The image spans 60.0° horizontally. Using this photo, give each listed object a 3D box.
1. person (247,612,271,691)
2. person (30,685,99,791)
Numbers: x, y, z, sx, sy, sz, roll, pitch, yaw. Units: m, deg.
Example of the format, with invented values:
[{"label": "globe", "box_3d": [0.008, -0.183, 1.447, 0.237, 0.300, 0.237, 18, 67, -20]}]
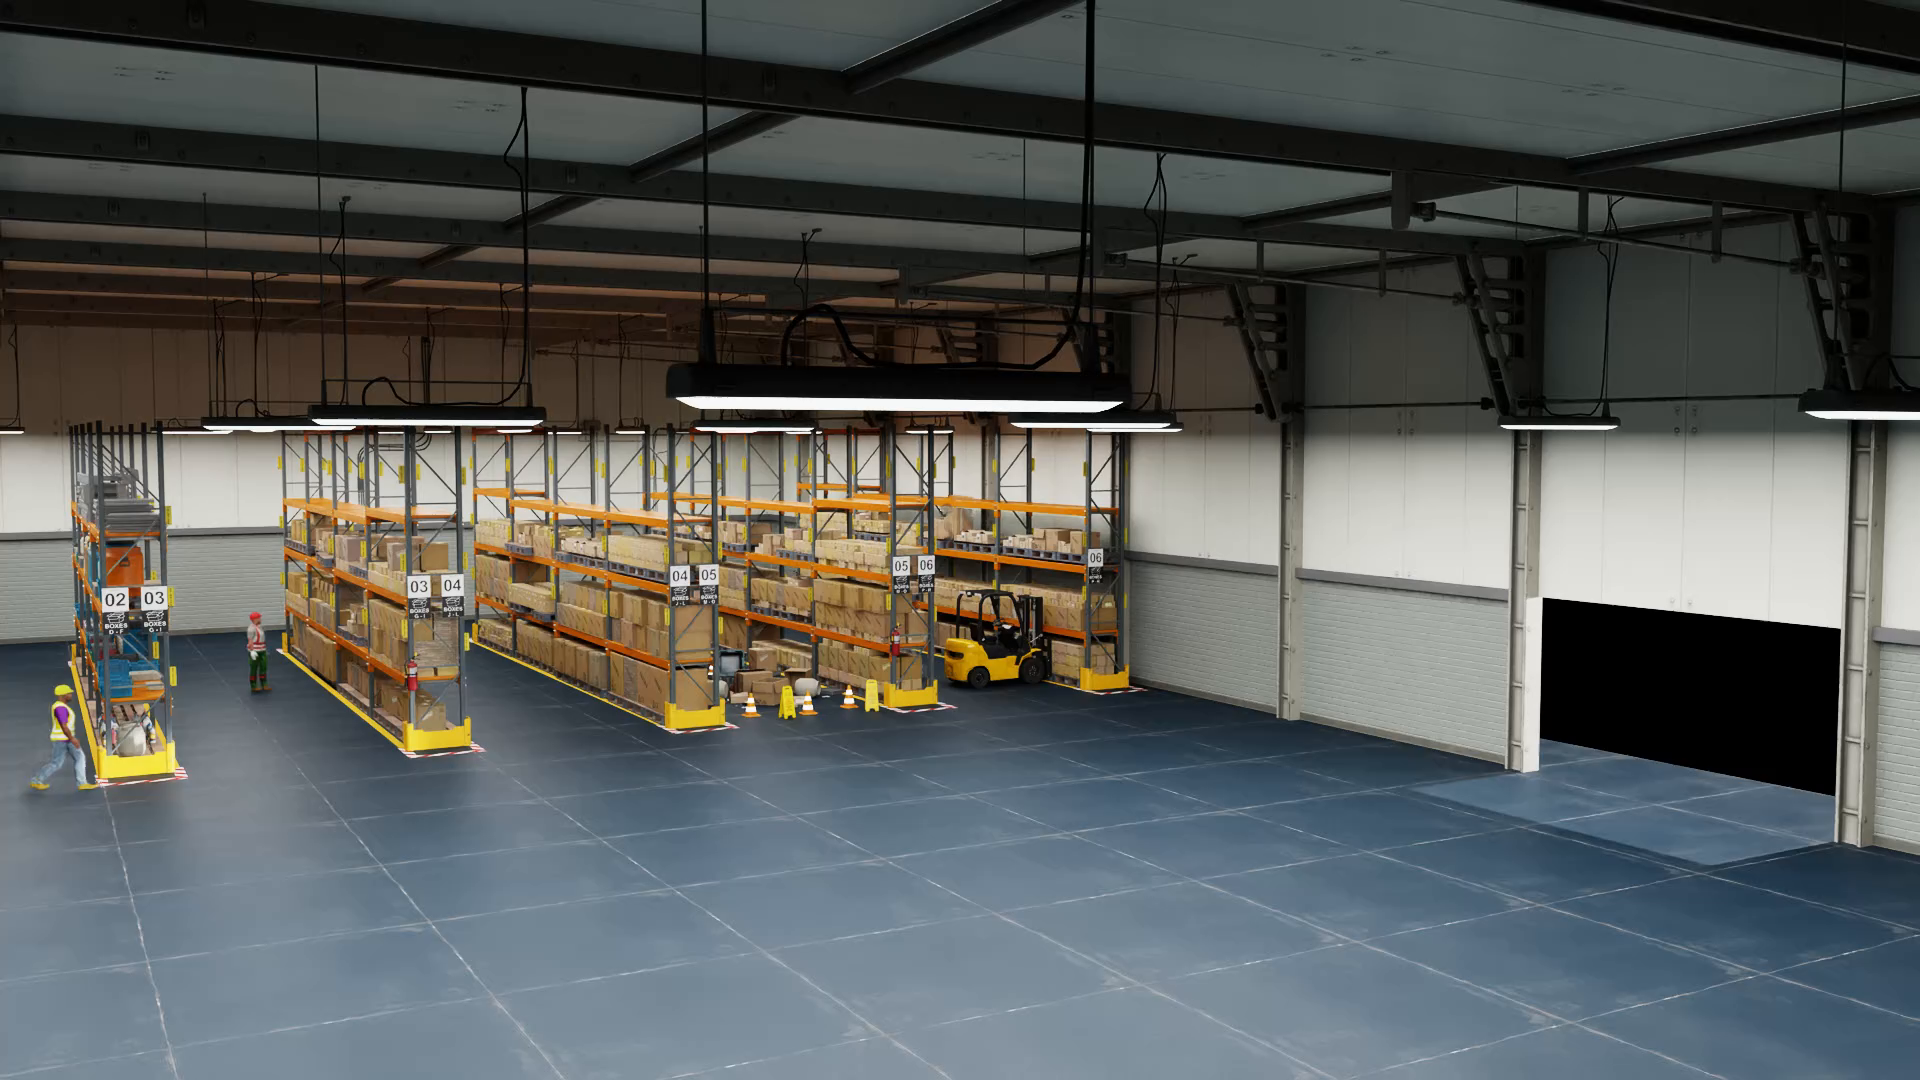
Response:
[{"label": "person", "box_3d": [-15.850, 2.516, 37.520, 0.402, 1.792, 0.599, 1, 4, 19]}, {"label": "person", "box_3d": [-14.477, 3.207, 26.827, 0.971, 1.728, 0.544, -1, 4, -9]}]
